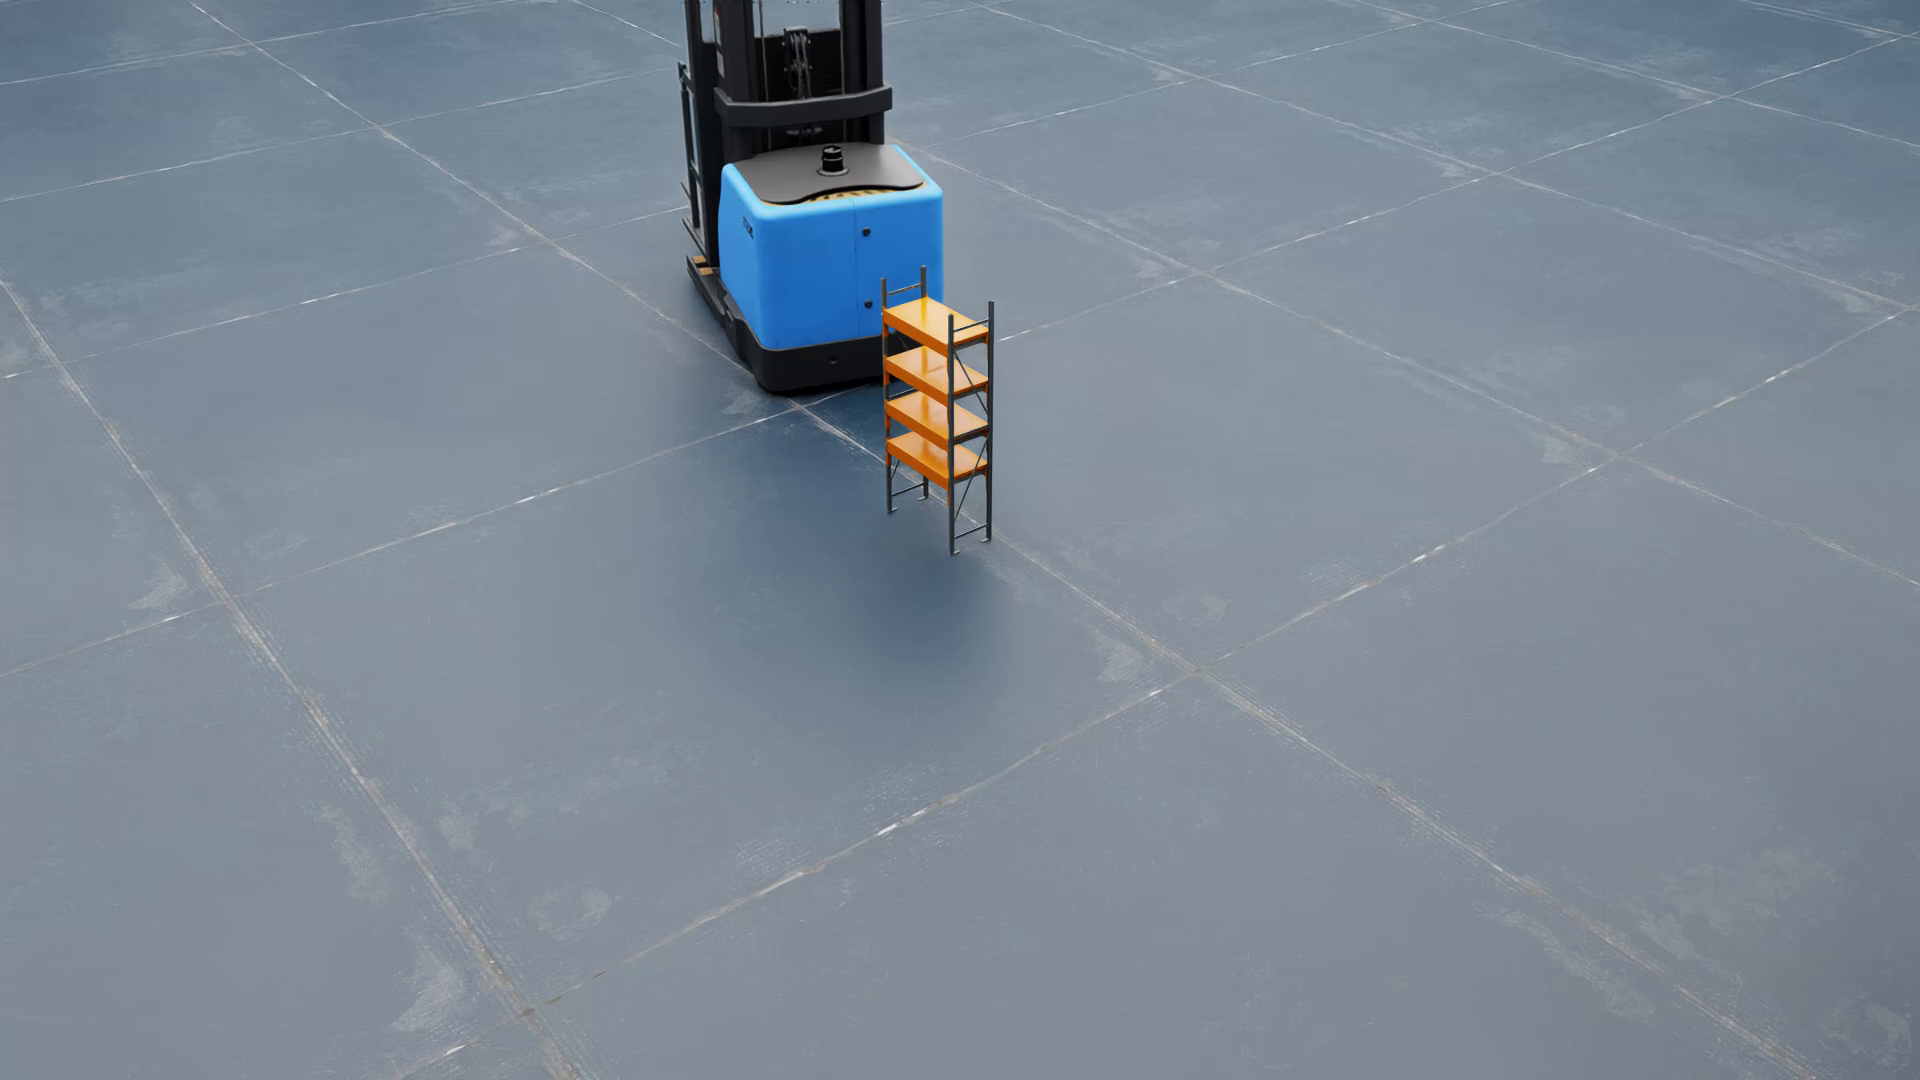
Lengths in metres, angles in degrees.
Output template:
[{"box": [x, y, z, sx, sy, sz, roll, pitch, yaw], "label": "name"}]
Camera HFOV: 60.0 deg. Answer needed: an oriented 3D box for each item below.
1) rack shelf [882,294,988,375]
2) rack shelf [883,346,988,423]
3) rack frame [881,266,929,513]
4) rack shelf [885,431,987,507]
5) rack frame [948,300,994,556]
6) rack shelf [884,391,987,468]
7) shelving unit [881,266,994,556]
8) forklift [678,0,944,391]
[{"box": [-0.102, -0.912, 7.337, 0.258, 0.148, 0.480, -22, 38, -31], "label": "rack shelf"}, {"box": [-0.102, -0.712, 7.462, 0.258, 0.148, 0.480, -22, 38, -31], "label": "rack shelf"}, {"box": [-0.251, -0.680, 7.708, 0.240, 1.200, 0.015, -22, 38, -31], "label": "rack frame"}, {"box": [-0.102, -0.353, 7.685, 0.258, 0.148, 0.480, -22, 38, -31], "label": "rack shelf"}, {"box": [0.048, -0.477, 7.381, 0.240, 1.200, 0.015, -22, 38, -31], "label": "rack frame"}, {"box": [-0.102, -0.522, 7.580, 0.258, 0.148, 0.480, -22, 38, -31], "label": "rack shelf"}, {"box": [-0.102, -0.579, 7.545, 0.258, 1.200, 0.503, -22, 38, -31], "label": "shelving unit"}, {"box": [-1.052, -2.810, 9.496, 1.130, 2.935, 3.031, -11, 33, -17], "label": "forklift"}]
